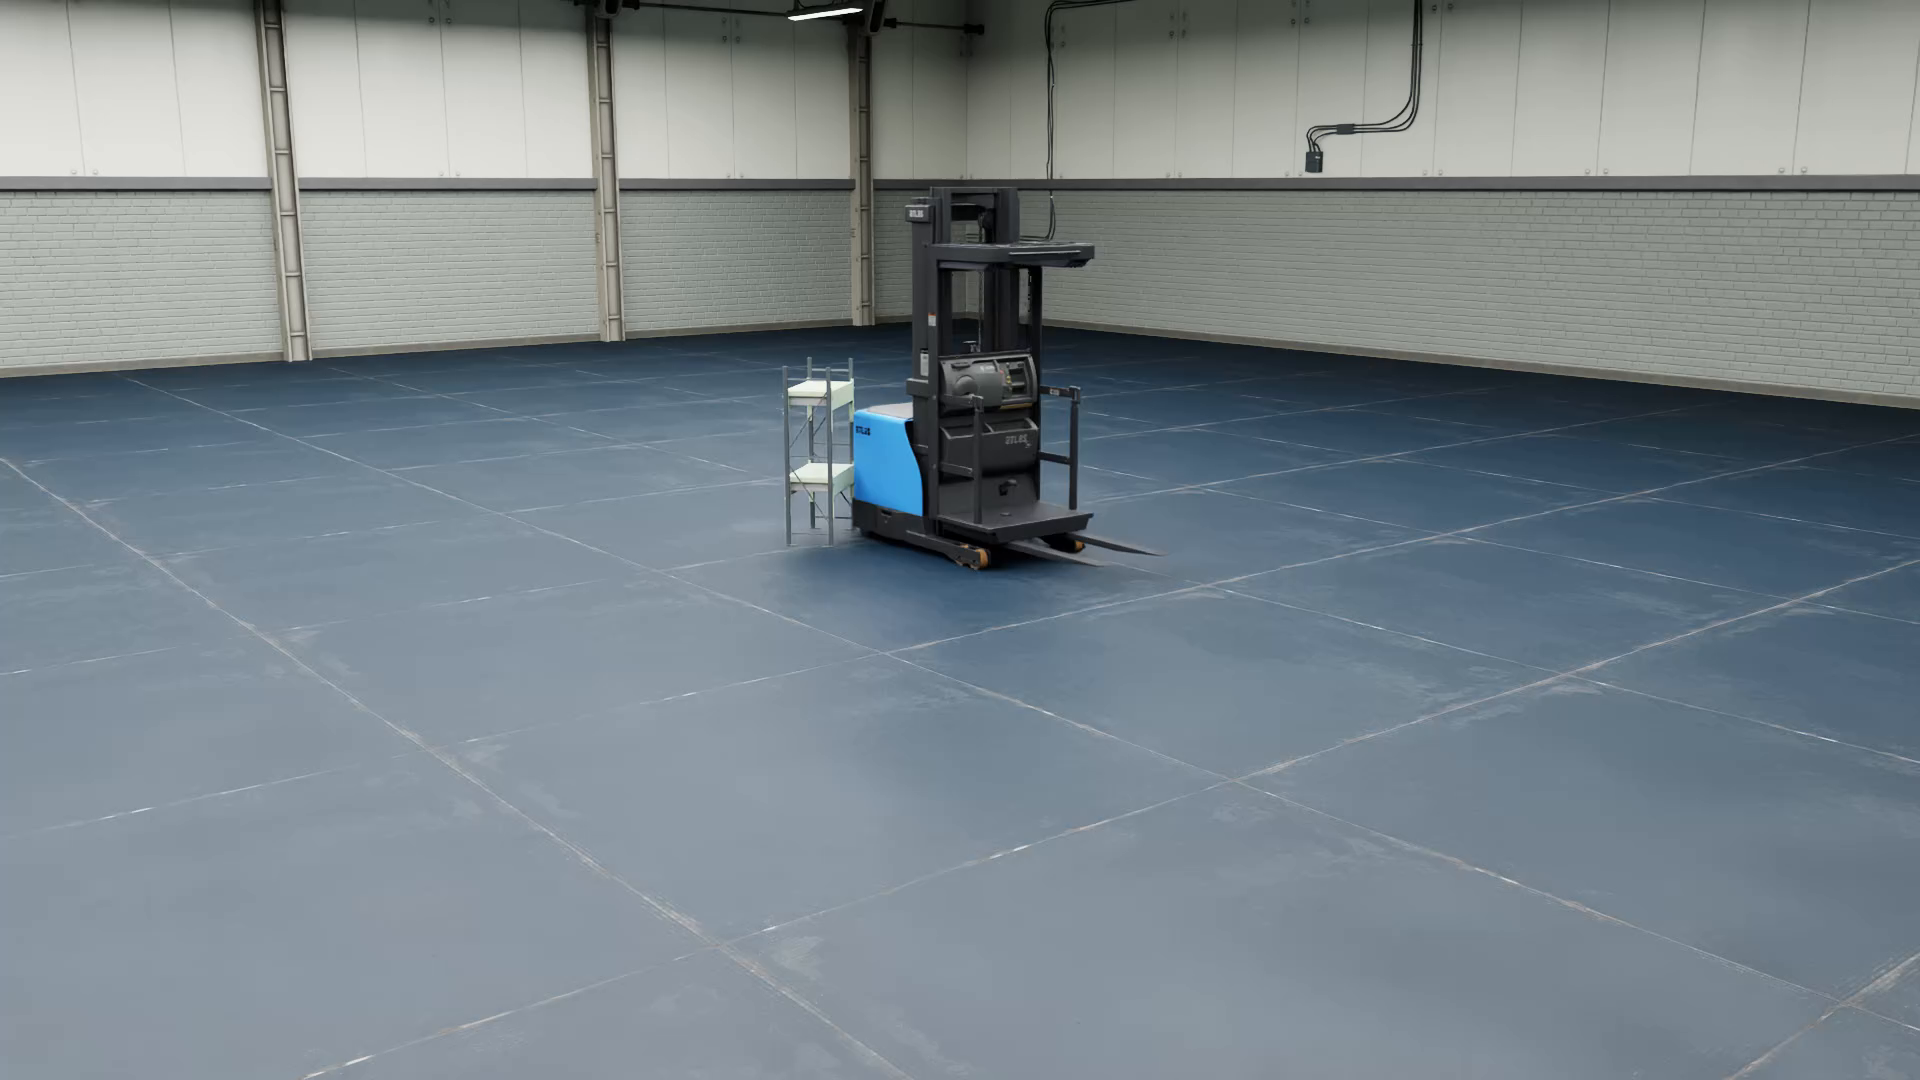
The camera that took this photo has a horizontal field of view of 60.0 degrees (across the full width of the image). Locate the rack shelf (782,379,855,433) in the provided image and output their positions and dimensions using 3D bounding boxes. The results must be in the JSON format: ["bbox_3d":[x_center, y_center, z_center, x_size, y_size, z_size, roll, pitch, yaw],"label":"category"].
[{"bbox_3d":[-1.183,-1.136,13.988,0.431,0.370,0.720,2,12,11],"label":"rack shelf"}]

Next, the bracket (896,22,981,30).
[{"bbox_3d":[-0.164,-11.064,35.905,3.189,0.066,0.076,-9,15,-38],"label":"bracket"}]

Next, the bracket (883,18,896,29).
[{"bbox_3d":[-1.553,-10.834,34.818,0.430,0.232,0.235,-9,15,-38],"label":"bracket"}]

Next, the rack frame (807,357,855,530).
[{"bbox_3d":[-1.114,-0.829,14.421,0.400,1.500,0.023,2,12,11],"label":"rack frame"}]

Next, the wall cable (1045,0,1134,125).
[{"bbox_3d":[2.718,-9.757,33.731,0.112,2.526,3.097,-9,15,-38],"label":"wall cable"}]

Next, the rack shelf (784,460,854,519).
[{"bbox_3d":[-1.183,-0.435,14.137,0.431,0.370,0.720,2,12,11],"label":"rack shelf"}]

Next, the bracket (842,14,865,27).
[{"bbox_3d":[-2.201,-10.726,34.310,0.430,0.232,0.235,-9,15,-38],"label":"bracket"}]

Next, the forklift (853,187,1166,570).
[{"bbox_3d":[0.368,-1.314,13.260,1.130,2.935,3.031,-9,15,-37],"label":"forklift"}]

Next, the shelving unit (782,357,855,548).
[{"bbox_3d":[-1.183,-0.754,14.070,0.431,1.500,0.755,2,12,11],"label":"shelving unit"}]

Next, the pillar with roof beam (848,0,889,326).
[{"bbox_3d":[0.590,-8.378,31.921,0.548,9.000,9.100,-9,15,-38],"label":"pillar with roof beam"}]

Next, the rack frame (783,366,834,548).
[{"bbox_3d":[-1.251,-0.680,13.718,0.400,1.500,0.023,2,12,11],"label":"rack frame"}]

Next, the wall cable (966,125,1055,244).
[{"bbox_3d":[1.028,-7.725,36.322,0.112,2.526,3.097,-9,15,-38],"label":"wall cable"}]

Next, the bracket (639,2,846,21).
[{"bbox_3d":[-4.213,-10.392,32.736,4.783,0.066,0.076,-9,15,-38],"label":"bracket"}]

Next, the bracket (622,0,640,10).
[{"bbox_3d":[-6.238,-10.055,31.151,0.430,0.232,0.235,-9,15,-38],"label":"bracket"}]

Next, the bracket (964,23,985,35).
[{"bbox_3d":[0.297,-11.141,36.266,0.430,0.232,0.235,-9,15,-38],"label":"bracket"}]

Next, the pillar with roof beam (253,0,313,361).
[{"bbox_3d":[-8.780,-6.821,24.588,0.400,9.000,9.100,-9,15,-38],"label":"pillar with roof beam"}]

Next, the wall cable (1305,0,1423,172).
[{"bbox_3d":[6.946,-9.366,28.385,0.169,6.003,2.305,-9,15,-38],"label":"wall cable"}]

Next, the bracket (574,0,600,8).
[{"bbox_3d":[-6.886,-9.947,30.644,0.430,0.232,0.235,-9,15,-38],"label":"bracket"}]

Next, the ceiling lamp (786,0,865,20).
[{"bbox_3d":[-2.149,-10.660,28.614,0.800,3.185,2.000,-9,15,-38],"label":"ceiling lamp"}]

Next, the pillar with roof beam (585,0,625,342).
[{"bbox_3d":[-4.095,-7.600,28.254,0.548,9.000,9.100,-9,15,-38],"label":"pillar with roof beam"}]
